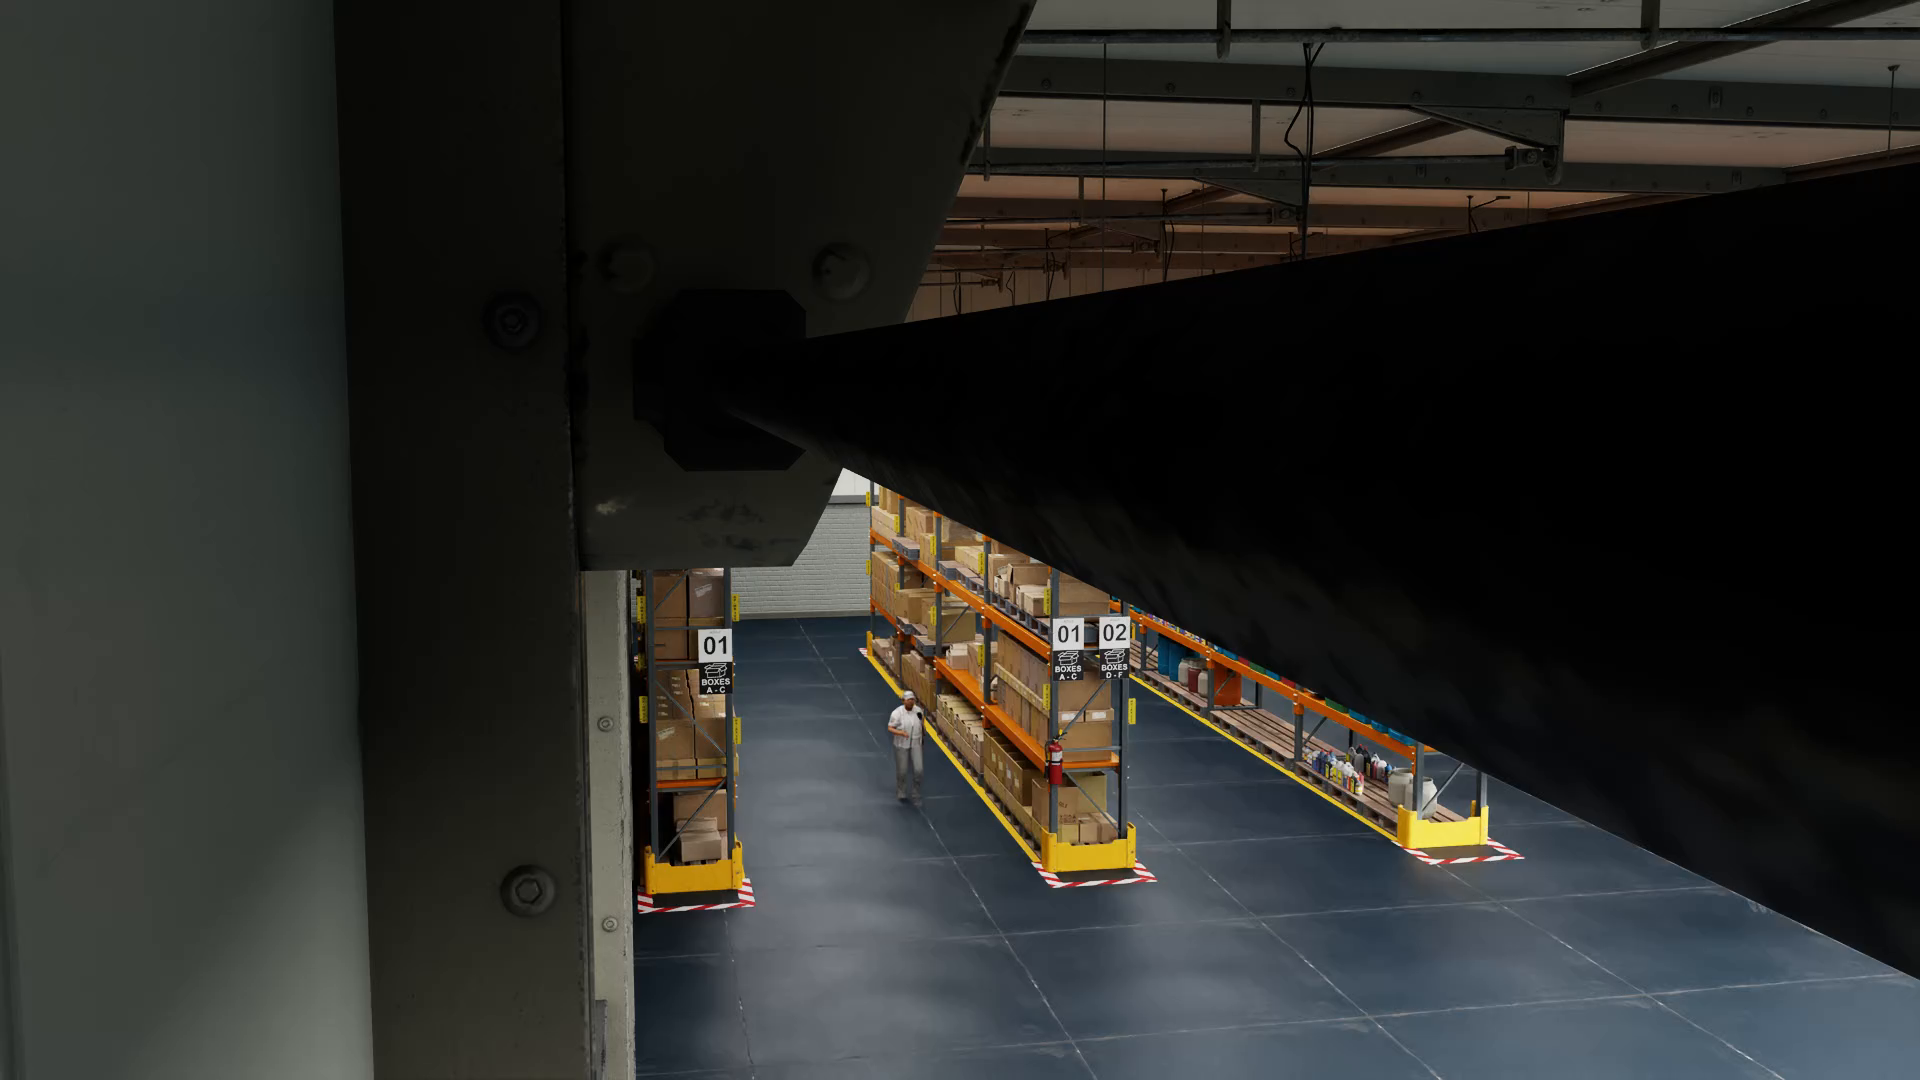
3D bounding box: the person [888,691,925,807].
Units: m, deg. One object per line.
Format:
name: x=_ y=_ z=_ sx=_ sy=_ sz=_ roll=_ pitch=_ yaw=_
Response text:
person: x=-0.753 y=3.021 z=24.026 sx=0.592 sy=1.718 sz=0.706 roll=-2 pitch=6 yaw=-14
